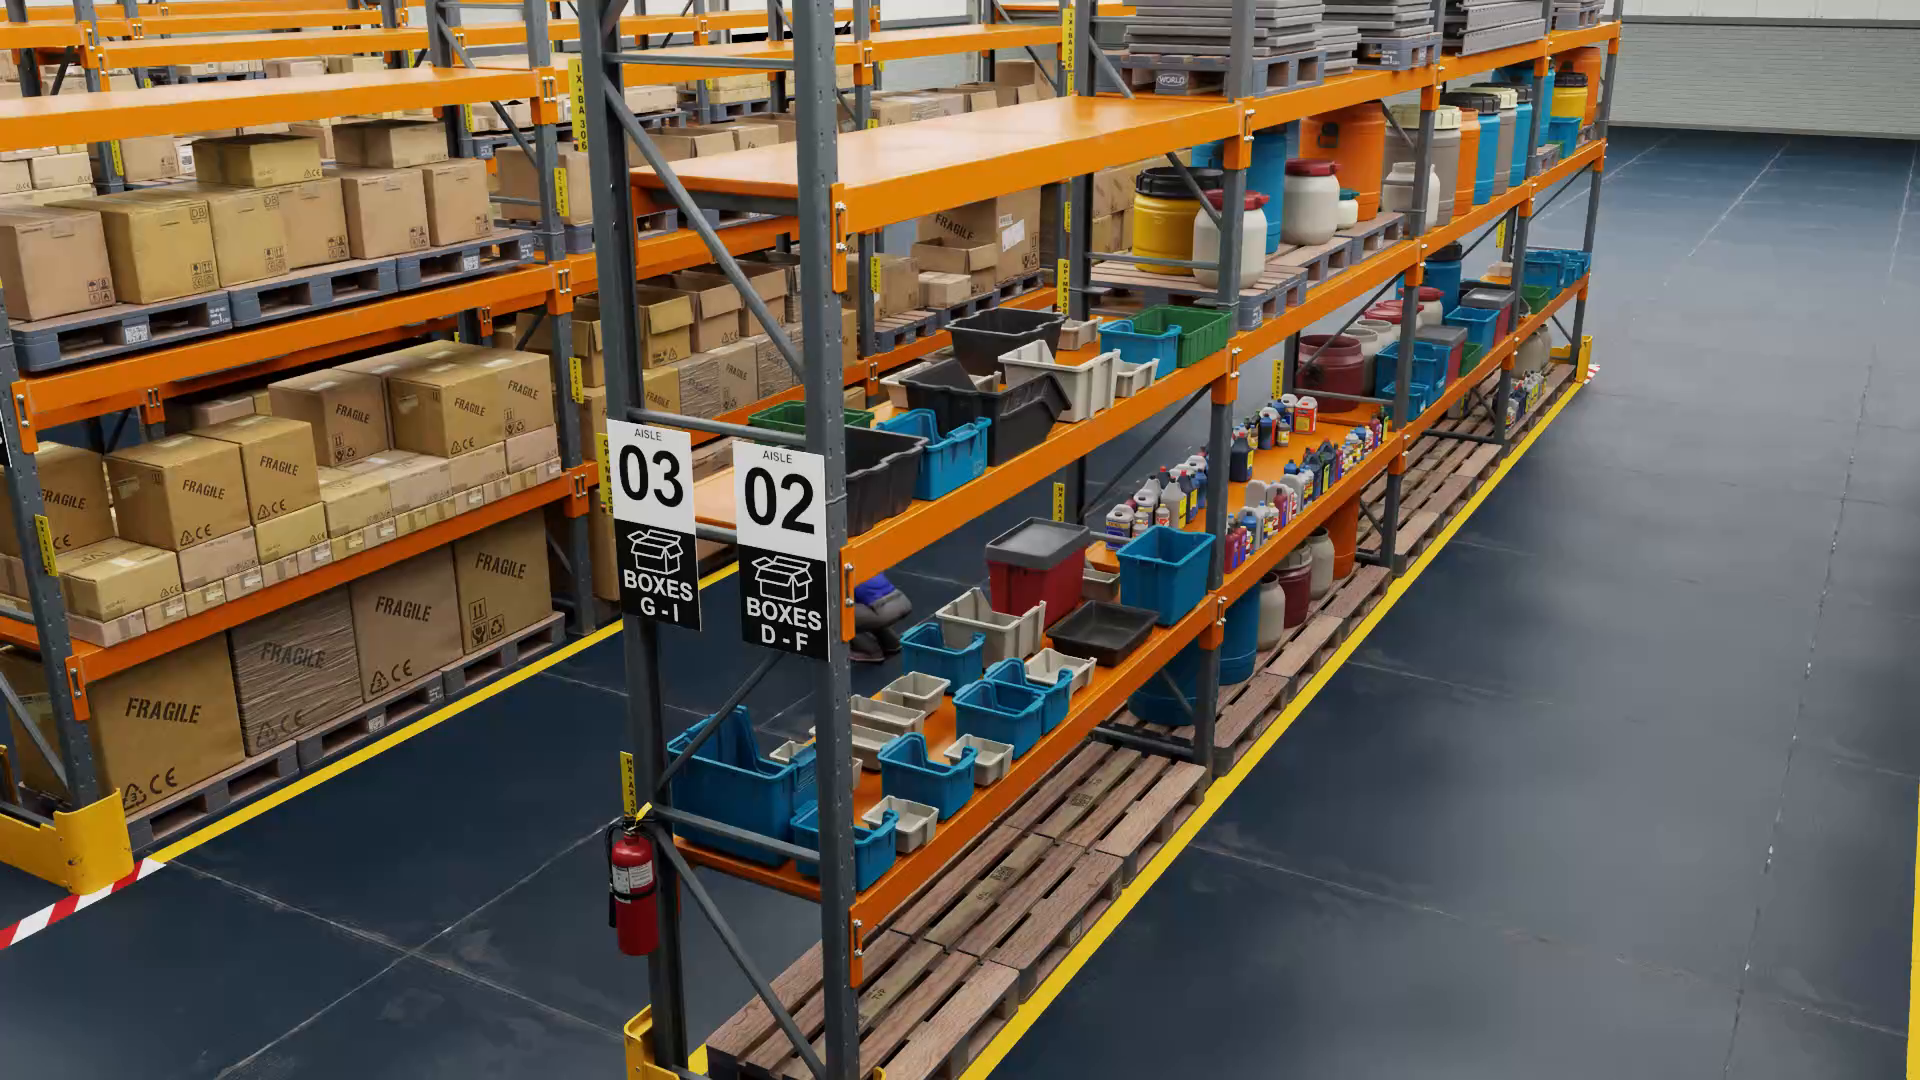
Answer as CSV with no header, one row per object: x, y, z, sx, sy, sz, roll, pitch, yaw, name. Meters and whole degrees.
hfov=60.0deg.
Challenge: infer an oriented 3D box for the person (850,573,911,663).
-0.766,0.458,12.133,0.824,0.809,0.479,11,22,27,person
